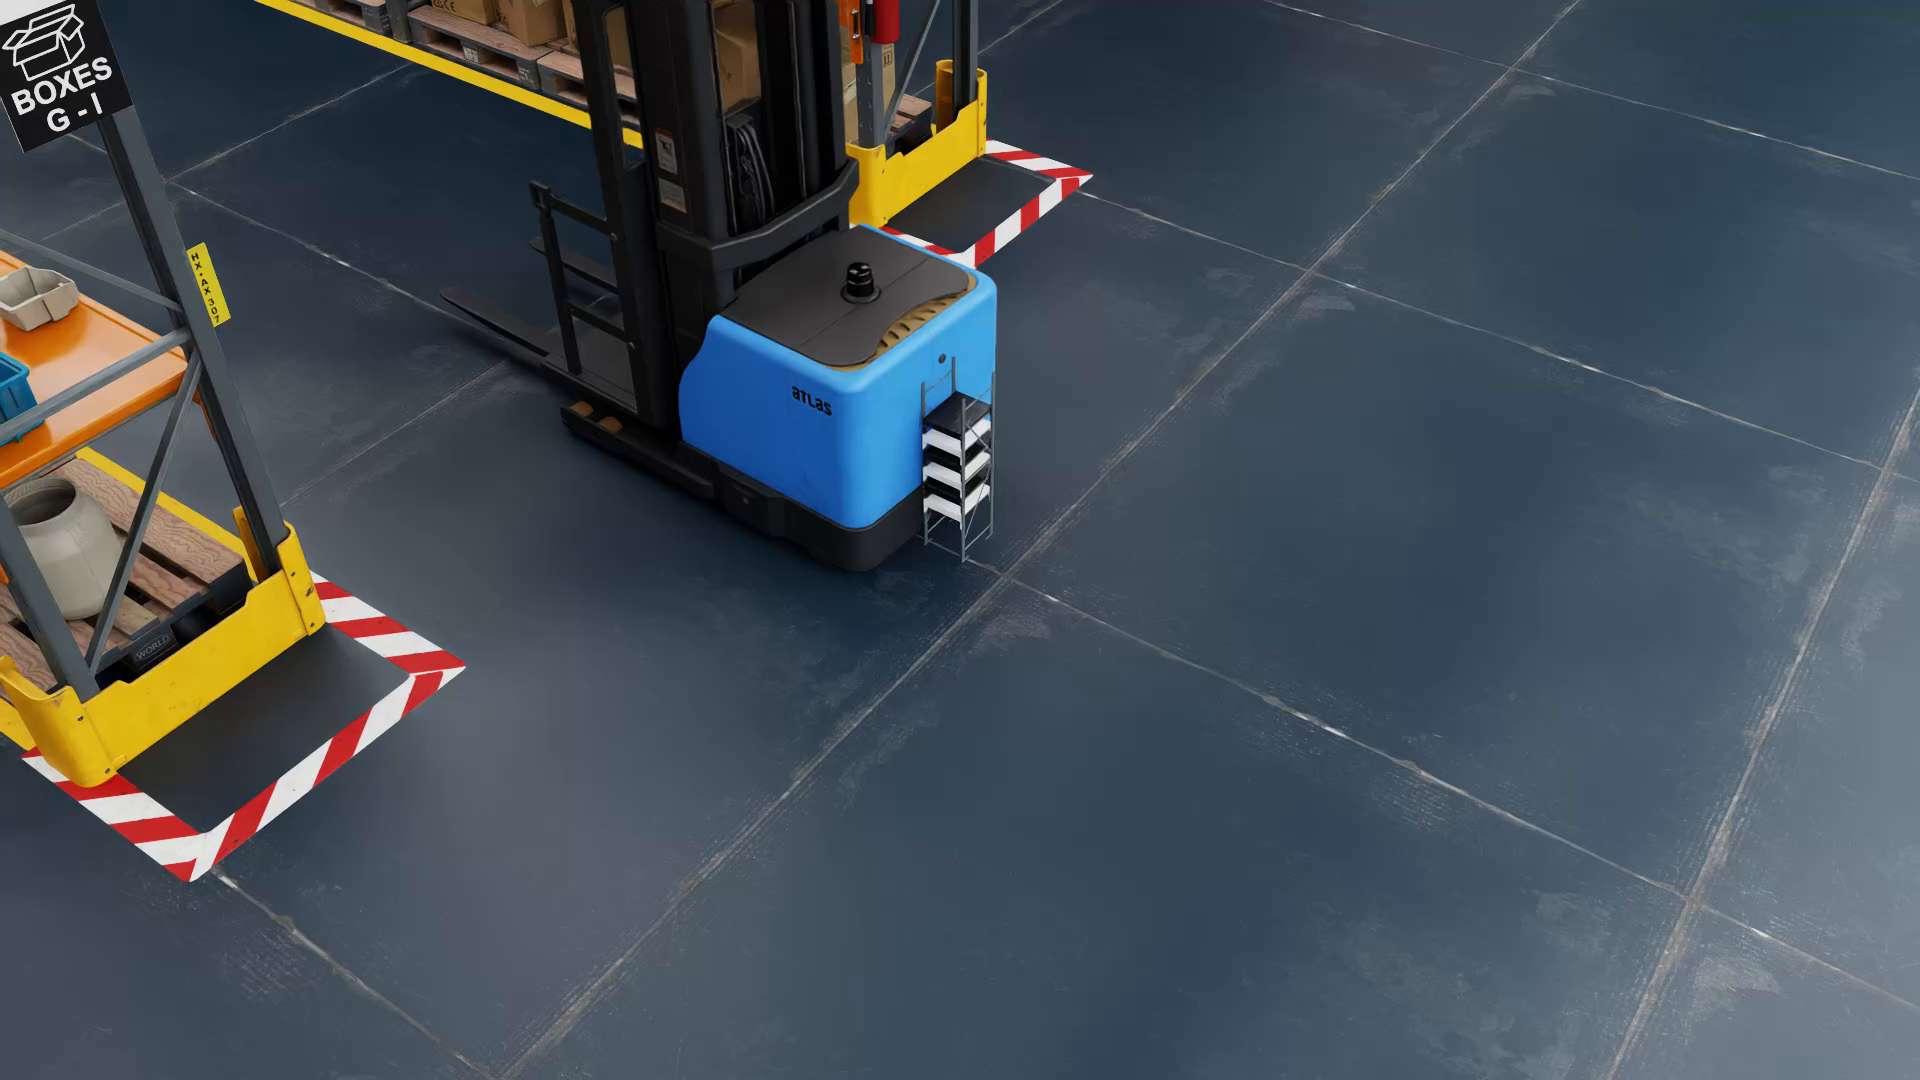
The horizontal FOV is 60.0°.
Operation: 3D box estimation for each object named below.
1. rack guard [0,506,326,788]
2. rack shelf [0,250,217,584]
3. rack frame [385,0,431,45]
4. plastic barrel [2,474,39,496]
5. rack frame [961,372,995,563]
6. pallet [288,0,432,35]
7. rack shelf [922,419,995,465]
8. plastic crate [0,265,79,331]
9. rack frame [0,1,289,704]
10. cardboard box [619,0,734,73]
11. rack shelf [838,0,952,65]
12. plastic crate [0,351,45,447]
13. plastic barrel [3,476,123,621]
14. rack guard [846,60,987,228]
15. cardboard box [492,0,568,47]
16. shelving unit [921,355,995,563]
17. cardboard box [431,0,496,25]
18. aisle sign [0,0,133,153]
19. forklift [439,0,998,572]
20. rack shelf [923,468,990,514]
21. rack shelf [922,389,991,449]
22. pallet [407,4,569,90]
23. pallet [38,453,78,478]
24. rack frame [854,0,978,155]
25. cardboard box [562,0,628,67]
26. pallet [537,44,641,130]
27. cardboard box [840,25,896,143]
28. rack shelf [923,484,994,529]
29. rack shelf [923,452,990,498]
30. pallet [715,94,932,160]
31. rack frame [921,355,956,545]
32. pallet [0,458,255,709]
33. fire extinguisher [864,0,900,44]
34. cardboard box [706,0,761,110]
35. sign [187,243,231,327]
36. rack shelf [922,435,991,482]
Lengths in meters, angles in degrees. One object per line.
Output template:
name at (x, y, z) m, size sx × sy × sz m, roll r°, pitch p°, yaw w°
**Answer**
rack guard at (-3.163, 0.405, 6.671) m, size 0.348 × 0.500 × 1.175 m, roll 25°, pitch 48°, yaw 25°
rack shelf at (-4.712, -1.021, 6.929) m, size 4.000 × 0.370 × 1.077 m, roll 25°, pitch 48°, yaw 25°
rack frame at (-3.505, -4.759, 10.567) m, size 0.127 × 3.000 × 1.000 m, roll 25°, pitch 48°, yaw 25°
plastic barrel at (-4.067, -0.155, 6.973) m, size 0.421 × 0.512 × 0.421 m, roll 0°, pitch 42°, yaw 0°
rack frame at (0.077, -0.300, 7.158) m, size 0.006 × 0.900 × 0.240 m, roll 25°, pitch 48°, yaw 25°
pallet at (-4.143, -4.017, 11.829) m, size 1.213 × 0.211 × 1.003 m, roll 25°, pitch 48°, yaw 25°
rack shelf at (-0.007, -0.448, 7.104) m, size 0.200 × 0.077 × 0.258 m, roll 25°, pitch 48°, yaw 25°
plastic crate at (-3.622, -0.943, 6.501) m, size 0.250 × 0.136 × 0.298 m, roll 25°, pitch 48°, yaw 25°
rack frame at (-3.074, -0.523, 5.834) m, size 0.127 × 3.000 × 1.000 m, roll 25°, pitch 48°, yaw 25°
cardboard box at (-1.743, -3.161, 10.341) m, size 0.500 × 0.500 × 0.500 m, roll 30°, pitch 50°, yaw 29°
rack shelf at (-1.868, -3.725, 9.951) m, size 4.000 × 0.370 × 1.077 m, roll 25°, pitch 48°, yaw 25°
plastic crate at (-3.656, -0.496, 5.915) m, size 0.616 × 0.251 × 0.499 m, roll 25°, pitch 48°, yaw 25°
plastic barrel at (-3.657, 0.037, 6.758) m, size 0.421 × 0.512 × 0.421 m, roll 0°, pitch 42°, yaw 0°
rack guard at (-0.292, -2.325, 9.722) m, size 0.348 × 0.500 × 1.175 m, roll 25°, pitch 48°, yaw 25°
cardboard box at (-2.727, -3.594, 10.825) m, size 0.500 × 0.500 × 0.500 m, roll -26°, pitch 48°, yaw -26°
shelving unit at (-0.007, -0.338, 7.202) m, size 0.210 × 0.900 × 0.258 m, roll 25°, pitch 48°, yaw 25°
cardboard box at (-3.201, -3.809, 11.065) m, size 0.500 × 0.500 × 0.500 m, roll 24°, pitch 47°, yaw 24°
aisle sign at (-2.847, -1.624, 5.115) m, size 0.004 × 0.787 × 0.394 m, roll 25°, pitch 48°, yaw 25°
forklift at (-1.300, -1.767, 7.275) m, size 3.031 × 2.935 × 1.130 m, roll 27°, pitch 49°, yaw 27°
rack shelf at (-0.007, -0.247, 7.284) m, size 0.200 × 0.077 × 0.258 m, roll 25°, pitch 48°, yaw 25°
rack shelf at (-0.007, -0.515, 7.044) m, size 0.200 × 0.077 × 0.258 m, roll 25°, pitch 48°, yaw 25°
pallet at (-2.935, -3.482, 11.231) m, size 1.213 × 0.211 × 1.003 m, roll 25°, pitch 48°, yaw 25°
pallet at (-4.820, -0.269, 7.641) m, size 1.213 × 0.211 × 1.003 m, roll 25°, pitch 48°, yaw 25°
rack frame at (-0.230, -3.227, 8.856) m, size 0.127 × 3.000 × 1.000 m, roll 25°, pitch 48°, yaw 25°
cardboard box at (-2.174, -3.399, 10.607) m, size 0.500 × 0.500 × 0.500 m, roll 21°, pitch 46°, yaw 22°
pallet at (-1.932, -3.015, 10.710) m, size 1.213 × 0.211 × 1.003 m, roll 25°, pitch 48°, yaw 25°
cardboard box at (-0.732, -2.700, 9.826) m, size 0.500 × 0.500 × 0.500 m, roll -33°, pitch 51°, yaw -31°
rack shelf at (-0.007, -0.179, 7.344) m, size 0.200 × 0.077 × 0.258 m, roll 25°, pitch 48°, yaw 25°
rack shelf at (-0.007, -0.314, 7.224) m, size 0.200 × 0.077 × 0.258 m, roll 25°, pitch 48°, yaw 25°
pallet at (-0.937, -2.548, 10.187) m, size 1.213 × 0.211 × 1.003 m, roll 25°, pitch 48°, yaw 25°
rack frame at (-0.090, -0.377, 7.245) m, size 0.006 × 0.900 × 0.240 m, roll 25°, pitch 48°, yaw 25°
pallet at (-3.825, 0.199, 7.118) m, size 1.213 × 0.211 × 1.003 m, roll 25°, pitch 48°, yaw 25°
fire extinguisher at (-0.401, -2.903, 8.551) m, size 0.183 × 0.674 × 0.296 m, roll 25°, pitch 48°, yaw 25°
cardboard box at (-1.241, -2.911, 10.061) m, size 0.500 × 0.500 × 0.500 m, roll -29°, pitch 49°, yaw -28°
sign at (-2.755, -0.925, 6.075) m, size 0.005 × 0.325 × 0.100 m, roll 25°, pitch 48°, yaw 25°
rack shelf at (-0.007, -0.381, 7.164) m, size 0.200 × 0.077 × 0.258 m, roll 25°, pitch 48°, yaw 25°
